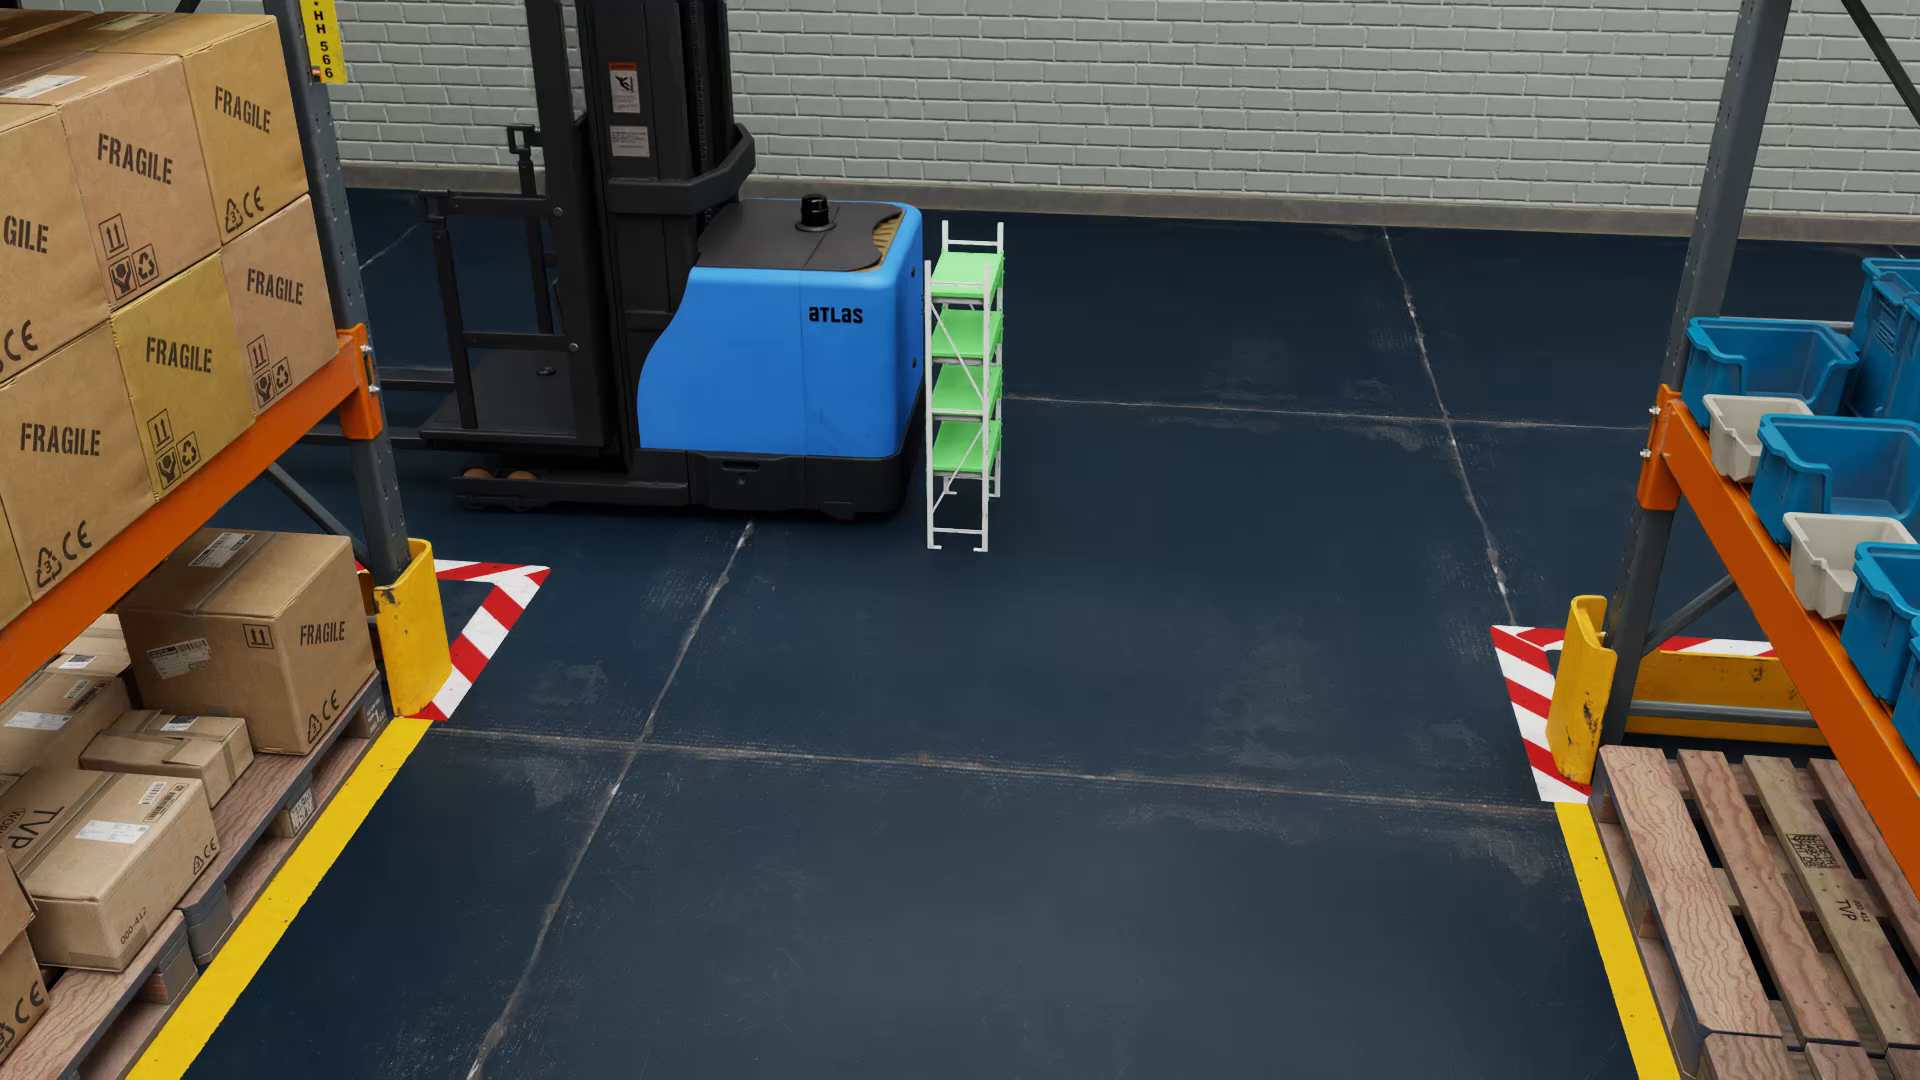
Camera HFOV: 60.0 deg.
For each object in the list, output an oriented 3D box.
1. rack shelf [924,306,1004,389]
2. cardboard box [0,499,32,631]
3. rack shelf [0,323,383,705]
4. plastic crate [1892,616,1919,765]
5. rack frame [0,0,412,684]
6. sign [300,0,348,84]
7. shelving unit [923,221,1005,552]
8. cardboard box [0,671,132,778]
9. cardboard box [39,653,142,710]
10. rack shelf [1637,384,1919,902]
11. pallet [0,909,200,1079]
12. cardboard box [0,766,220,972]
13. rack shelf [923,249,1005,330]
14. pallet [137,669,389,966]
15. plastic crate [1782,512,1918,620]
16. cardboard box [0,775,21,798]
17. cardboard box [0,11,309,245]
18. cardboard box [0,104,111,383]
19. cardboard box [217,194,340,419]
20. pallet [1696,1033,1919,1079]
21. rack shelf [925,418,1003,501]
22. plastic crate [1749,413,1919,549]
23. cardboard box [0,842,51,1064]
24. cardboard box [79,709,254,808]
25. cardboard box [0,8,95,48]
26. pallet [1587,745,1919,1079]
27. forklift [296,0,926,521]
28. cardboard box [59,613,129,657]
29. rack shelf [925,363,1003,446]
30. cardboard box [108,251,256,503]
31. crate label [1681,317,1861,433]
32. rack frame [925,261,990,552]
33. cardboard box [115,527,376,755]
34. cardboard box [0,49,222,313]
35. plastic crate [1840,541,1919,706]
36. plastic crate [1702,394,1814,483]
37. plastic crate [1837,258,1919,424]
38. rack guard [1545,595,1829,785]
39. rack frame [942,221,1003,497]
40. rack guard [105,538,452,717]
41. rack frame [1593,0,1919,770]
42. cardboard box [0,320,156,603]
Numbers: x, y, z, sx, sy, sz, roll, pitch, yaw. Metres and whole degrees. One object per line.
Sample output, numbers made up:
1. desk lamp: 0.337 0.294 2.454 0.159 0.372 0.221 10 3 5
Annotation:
1. rack shelf: 0.020 -0.761 6.527 0.258 0.148 0.480 3 28 6
2. cardboard box: -2.356 0.030 3.427 0.500 0.500 0.500 3 28 5
3. rack shelf: -2.628 0.389 3.623 1.077 0.370 4.000 3 28 6
4. plastic crate: 1.978 0.326 3.095 0.416 0.233 0.300 3 28 6
5. rack frame: -2.383 -0.869 5.200 1.000 3.000 0.127 3 28 6
6. sign: -1.834 -1.476 4.773 0.100 0.325 0.005 3 28 6
7. shelving unit: 0.020 -0.606 6.610 0.258 1.200 0.503 3 28 6
8. cardboard box: -2.792 0.623 4.867 0.500 0.250 0.500 3 28 6
9. cardboard box: -2.806 0.480 5.221 0.380 0.166 0.250 3 28 6
10. rack shelf: 2.288 0.679 3.086 1.077 0.370 4.000 3 28 6
11. pallet: -2.641 1.343 4.036 1.003 0.211 1.213 3 28 6
12. cardboard box: -2.351 0.864 4.420 0.500 0.250 0.500 3 28 6
13. rack shelf: 0.020 -0.972 6.413 0.258 0.148 0.480 3 28 6
14. pallet: -2.489 0.770 5.099 1.003 0.211 1.213 3 28 6
15. plastic crate: 1.971 0.073 3.667 0.250 0.136 0.298 3 28 6
16. cardboard box: -2.853 0.858 4.430 0.500 0.250 0.500 3 28 6
17. cardboard box: -2.164 -1.128 4.521 0.500 0.500 0.500 3 28 6
18. cardboard box: -2.284 -0.645 3.626 0.500 0.500 0.500 4 29 8
19. cardboard box: -2.167 -0.686 4.756 0.500 0.500 0.500 4 29 8
20. pallet: 2.241 1.607 3.545 1.003 0.211 1.213 3 28 6
21. rack shelf: 0.020 -0.339 6.754 0.258 0.148 0.480 3 28 6
22. plastic crate: 2.095 -0.125 3.933 0.416 0.233 0.300 3 28 6
23. cardboard box: -2.648 1.035 3.835 0.797 0.503 0.637 3 28 6
24. cardboard box: -2.344 0.640 4.922 0.380 0.166 0.250 3 28 6
25. cardboard box: -2.699 -1.160 4.580 0.500 0.500 0.500 4 29 8
26. pallet: 2.393 1.034 4.608 1.003 0.211 1.213 3 28 6
27. forklift: -1.701 -1.655 6.732 3.031 2.935 1.130 3 28 5
28. cardboard box: -2.775 0.370 5.443 0.380 0.149 0.250 3 28 6
29. rack shelf: 0.020 -0.550 6.640 0.258 0.148 0.480 3 28 6
30. cardboard box: -2.227 -0.442 4.302 0.500 0.500 0.500 4 29 7
31. crate label: 2.176 -0.435 4.508 0.416 0.233 0.303 3 28 6
32. rack frame: -0.010 -0.491 6.397 0.240 1.200 0.015 3 28 6
33. cardboard box: -2.205 0.308 5.187 0.500 0.500 0.500 3 28 6
34. cardboard box: -2.225 -0.890 4.079 0.500 0.500 0.500 4 29 8
35. plastic crate: 2.015 0.185 3.358 0.416 0.233 0.300 3 28 6
36. plastic crate: 2.055 -0.246 4.259 0.250 0.136 0.298 3 28 6
37. plastic crate: 2.677 -0.453 4.327 0.616 0.435 0.499 3 28 6
38. rack guard: 2.523 0.509 5.278 1.175 0.500 0.348 3 28 6
39. rack frame: 0.050 -0.721 6.823 0.240 1.200 0.015 3 28 6
40. rack guard: -2.392 0.267 5.727 1.175 0.500 0.348 3 28 6
41. rack frame: 2.533 -0.579 4.663 1.000 3.000 0.127 3 28 6
42. cardboard box: -2.294 -0.207 3.867 0.500 0.500 0.500 4 29 7
